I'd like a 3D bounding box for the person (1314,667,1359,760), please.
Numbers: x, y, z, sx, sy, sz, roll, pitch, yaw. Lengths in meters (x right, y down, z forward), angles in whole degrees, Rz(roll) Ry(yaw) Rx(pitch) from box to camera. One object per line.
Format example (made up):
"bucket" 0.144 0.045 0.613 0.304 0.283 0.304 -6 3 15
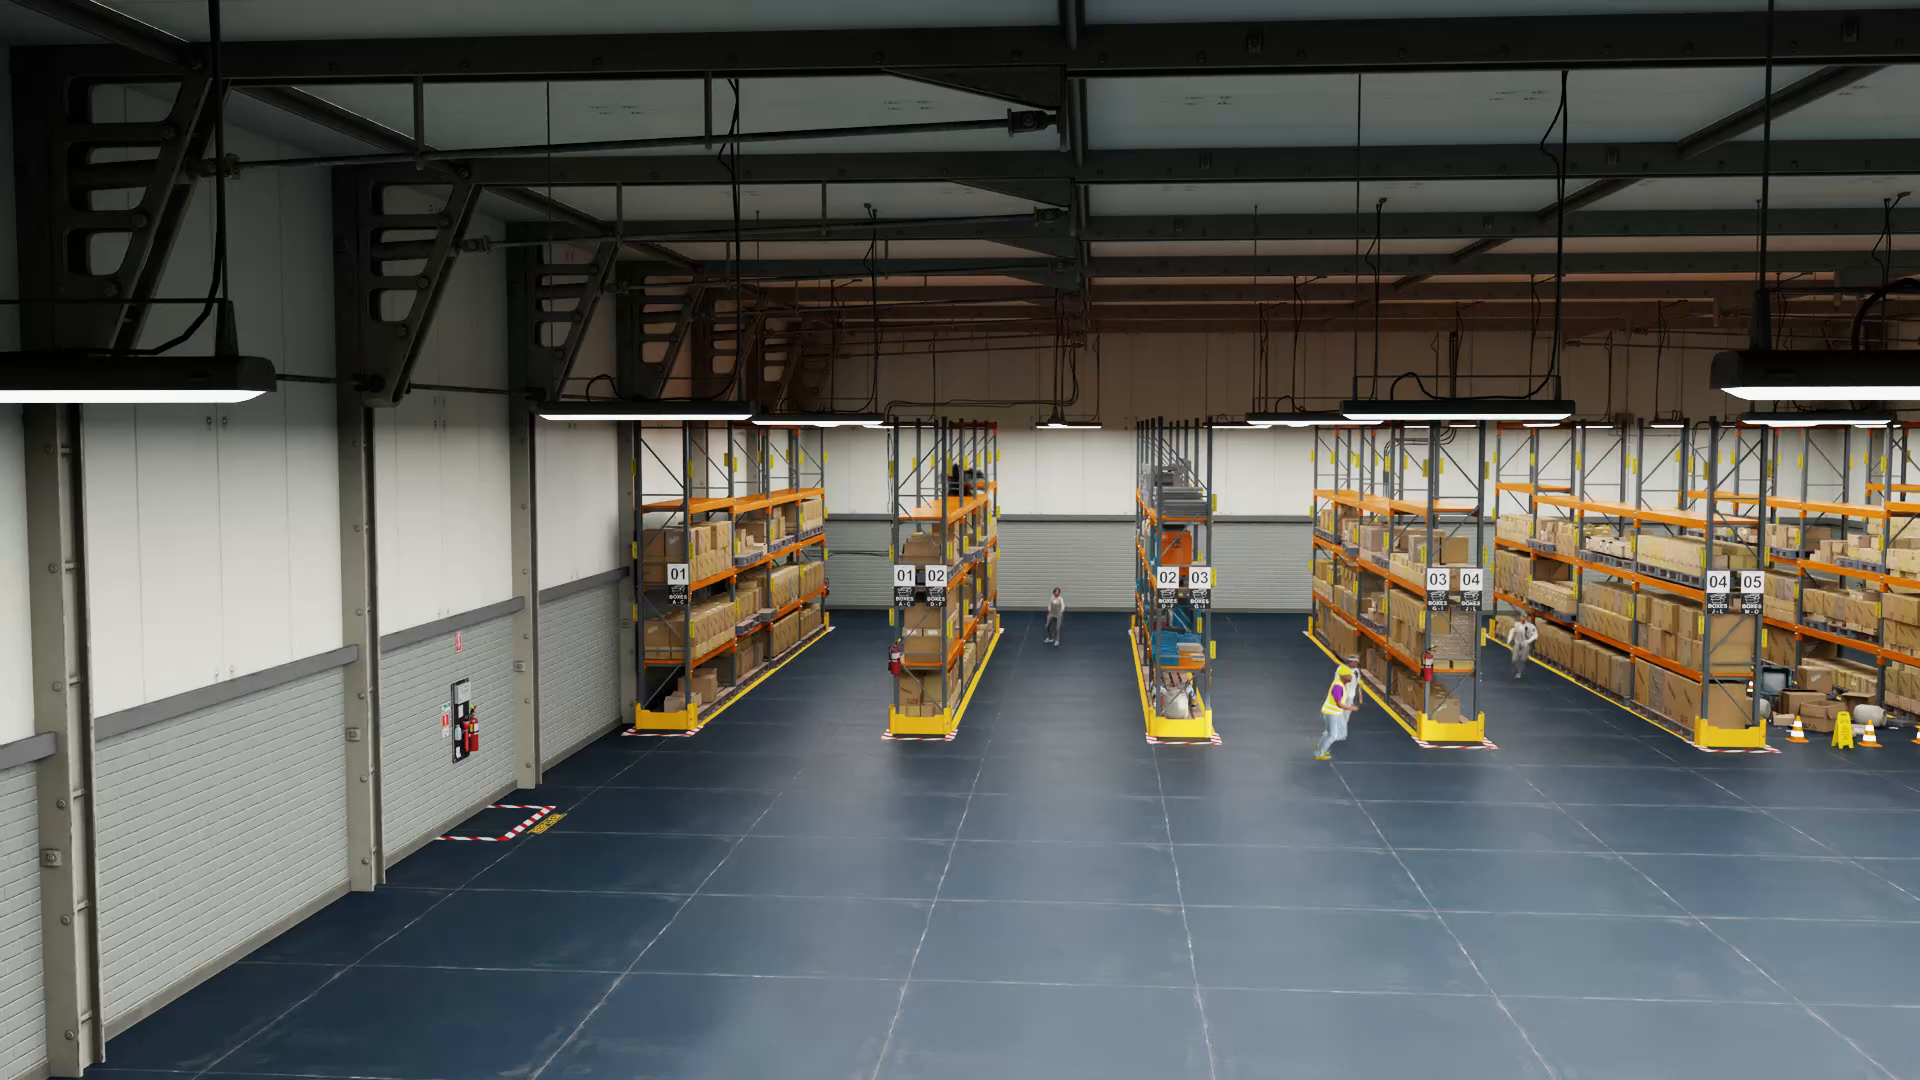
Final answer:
"person" 6.553 3.010 28.895 0.782 1.655 0.709 1 4 22

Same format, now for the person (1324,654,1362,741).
"person" 7.096 2.917 30.777 0.612 1.645 0.555 -1 4 -20

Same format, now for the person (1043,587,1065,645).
"person" 2.496 2.043 44.383 0.651 1.569 0.572 1 4 21

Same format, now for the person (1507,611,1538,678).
"person" 13.076 2.427 38.623 0.679 1.602 0.504 2 4 30
